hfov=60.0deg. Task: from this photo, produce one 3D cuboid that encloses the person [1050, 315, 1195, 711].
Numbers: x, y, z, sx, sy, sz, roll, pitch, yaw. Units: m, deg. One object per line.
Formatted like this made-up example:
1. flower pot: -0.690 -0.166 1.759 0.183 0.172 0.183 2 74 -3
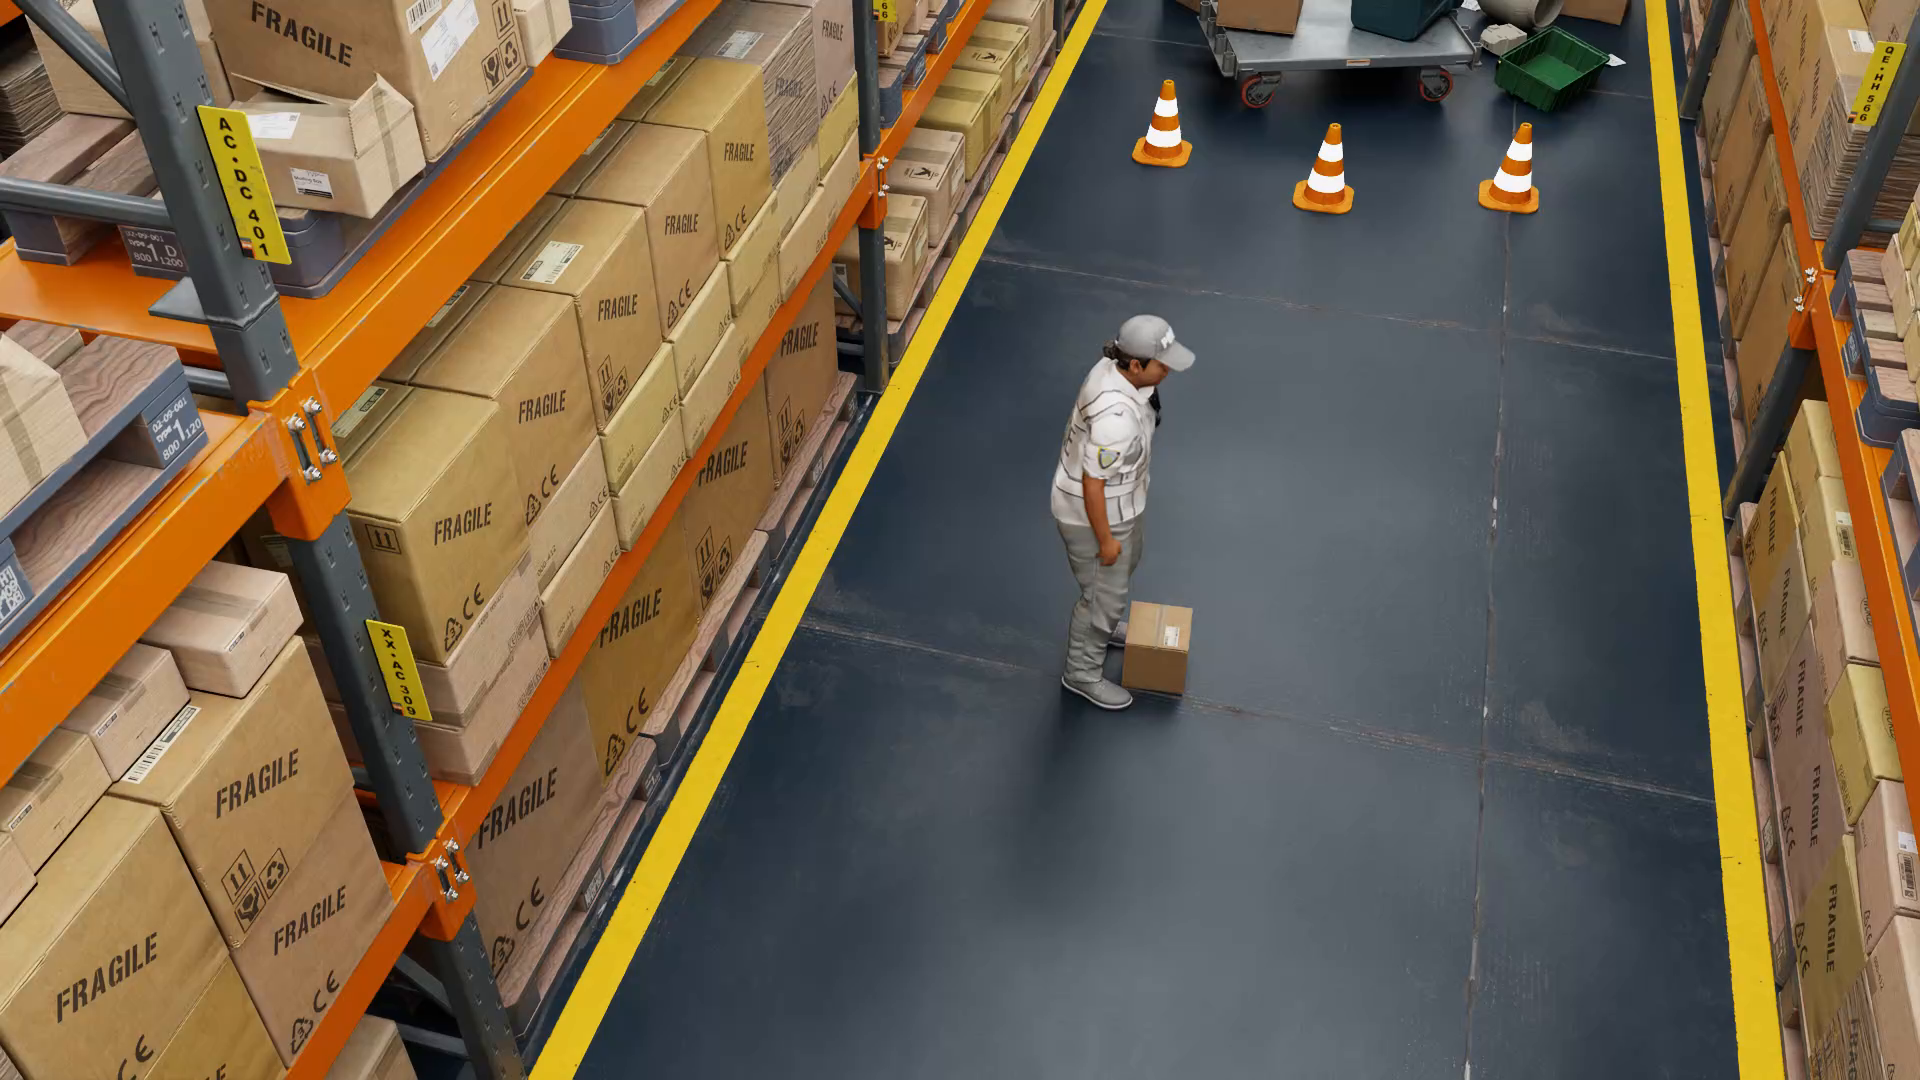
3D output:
1. person: 0.587 -0.130 6.302 0.473 1.666 0.547 10 42 11
